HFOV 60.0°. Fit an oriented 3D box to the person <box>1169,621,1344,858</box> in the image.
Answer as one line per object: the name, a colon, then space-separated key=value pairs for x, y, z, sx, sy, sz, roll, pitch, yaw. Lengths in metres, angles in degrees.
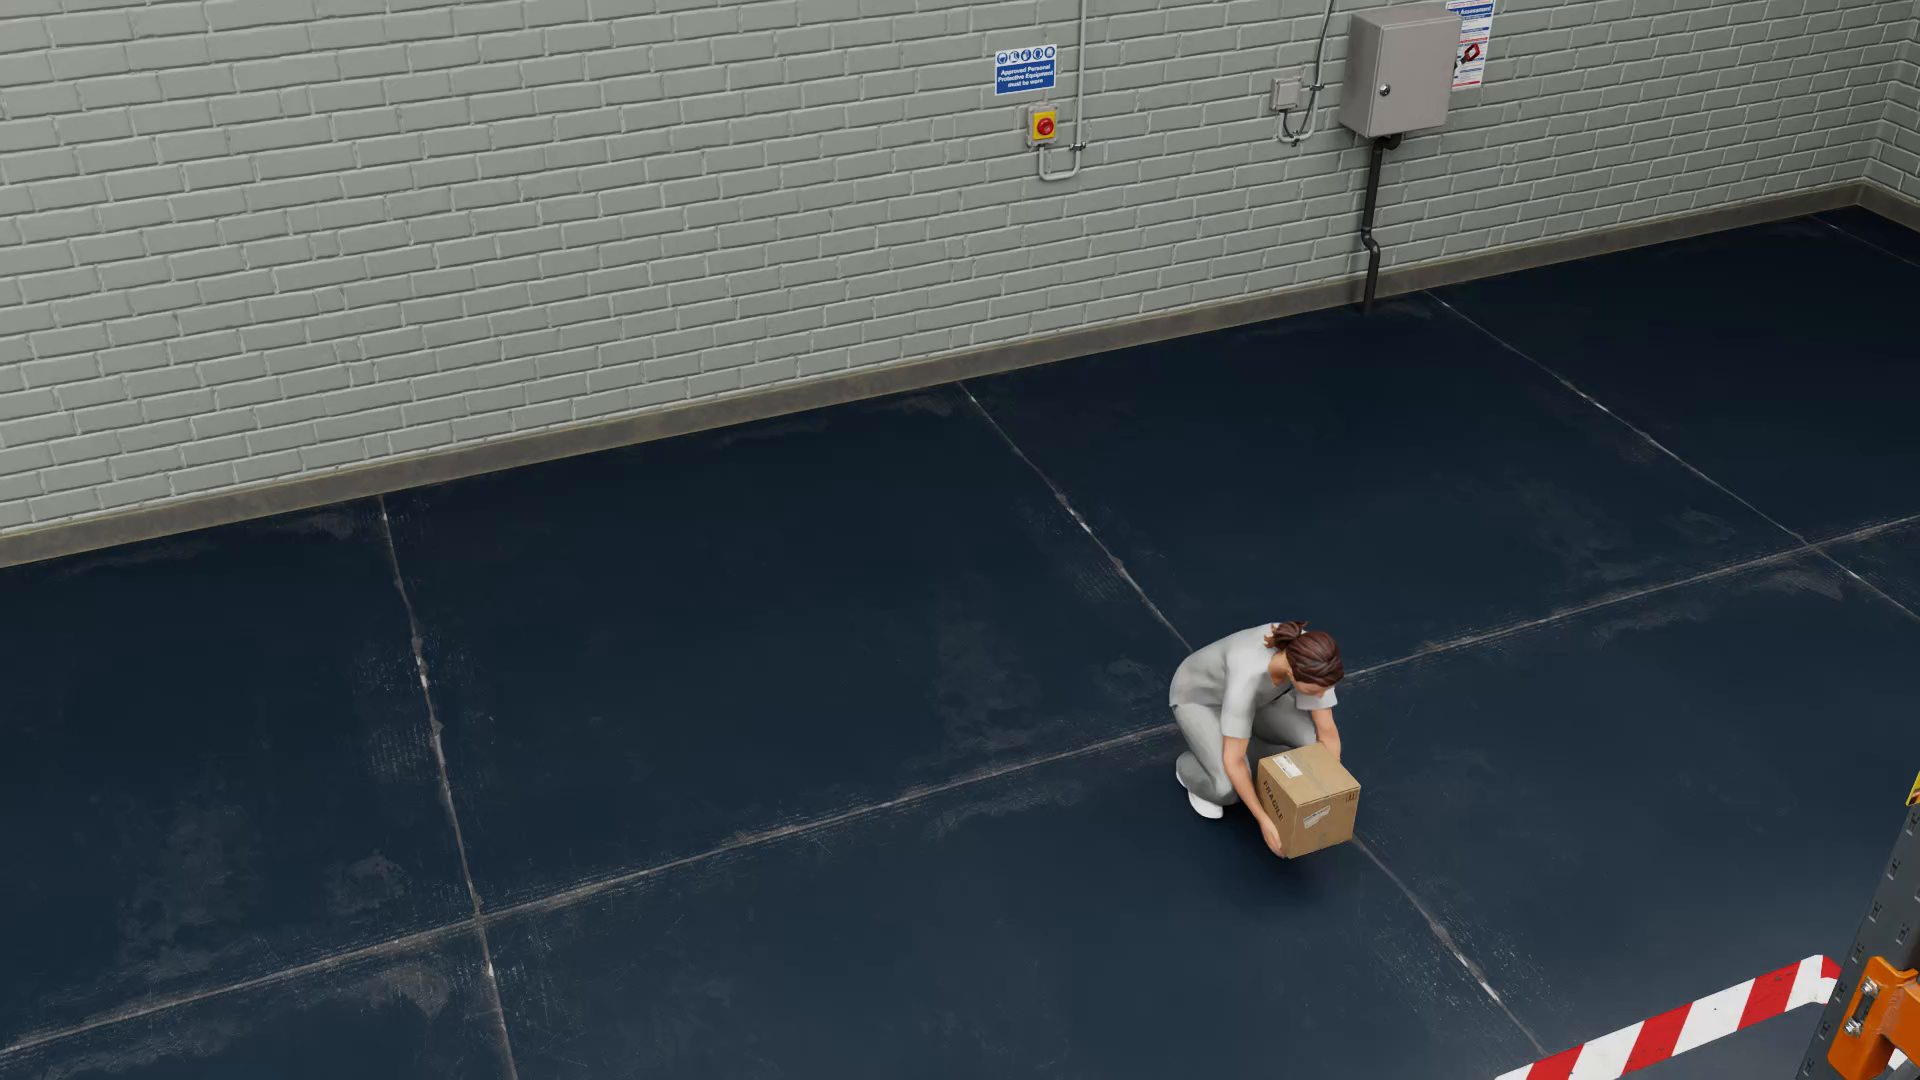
person: x=1.064 y=0.616 z=5.888 sx=0.475 sy=0.939 sz=0.792 roll=-13 pitch=36 yaw=-19
